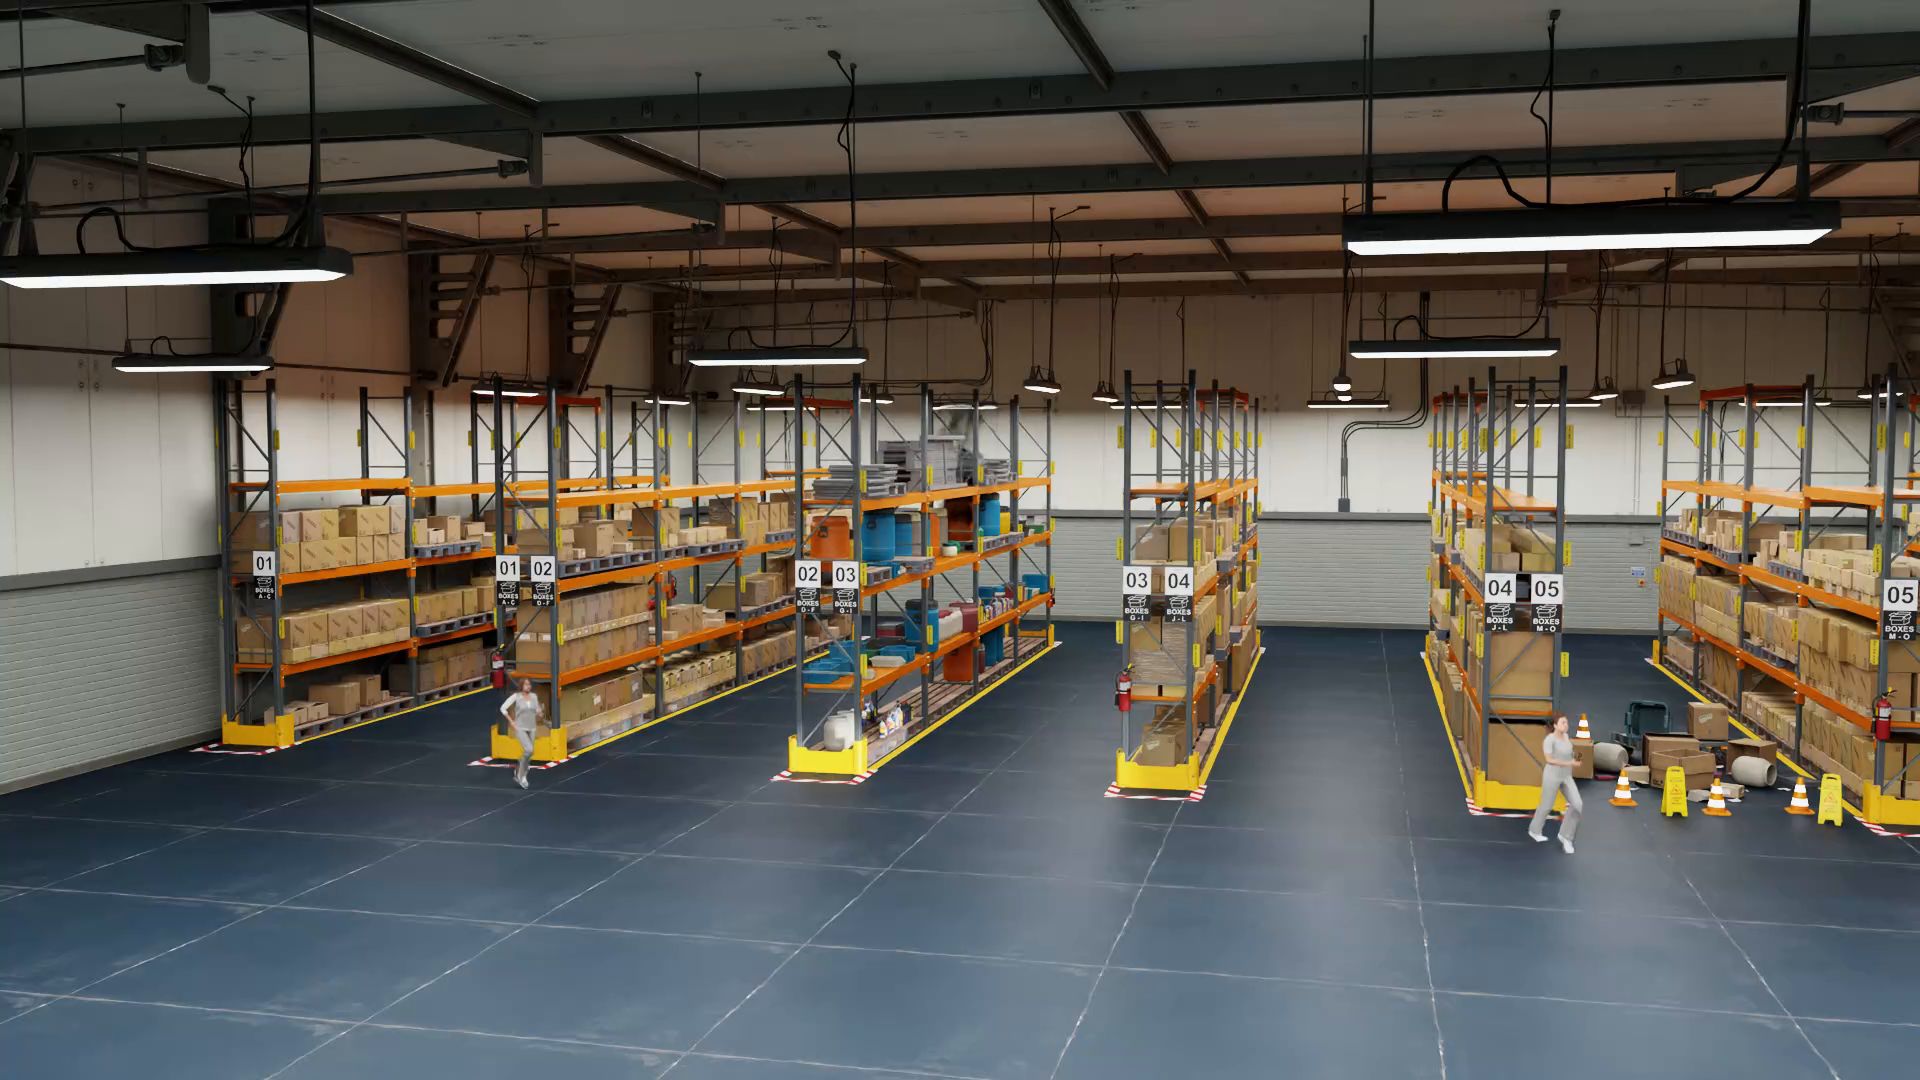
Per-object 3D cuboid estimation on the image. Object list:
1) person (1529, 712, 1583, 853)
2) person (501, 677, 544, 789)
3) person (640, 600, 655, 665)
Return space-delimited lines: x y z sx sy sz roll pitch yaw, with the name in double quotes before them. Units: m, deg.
"person" 7.294 2.951 20.311 0.526 1.712 0.815 -2 4 -24
"person" -6.263 2.769 23.966 0.660 1.596 0.537 3 5 44
"person" -6.944 1.963 36.414 0.611 1.774 0.893 0 3 2
